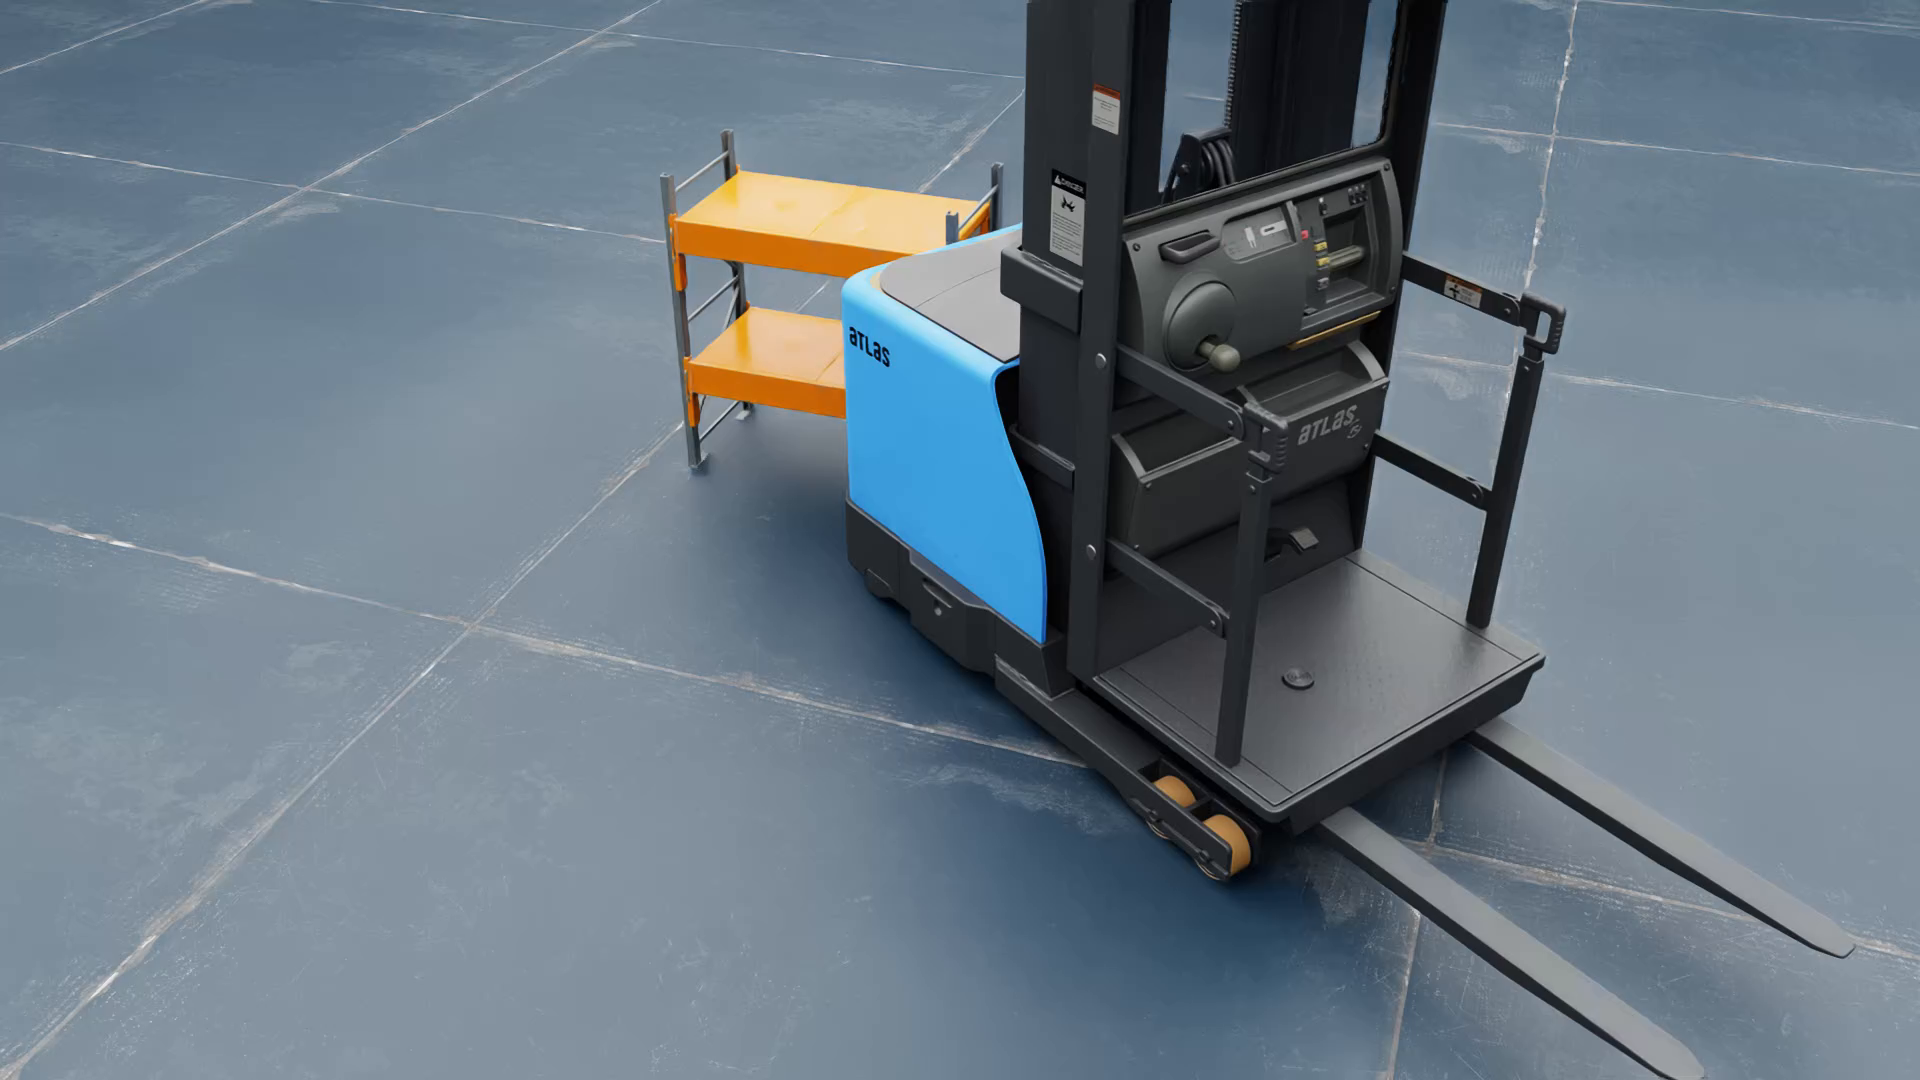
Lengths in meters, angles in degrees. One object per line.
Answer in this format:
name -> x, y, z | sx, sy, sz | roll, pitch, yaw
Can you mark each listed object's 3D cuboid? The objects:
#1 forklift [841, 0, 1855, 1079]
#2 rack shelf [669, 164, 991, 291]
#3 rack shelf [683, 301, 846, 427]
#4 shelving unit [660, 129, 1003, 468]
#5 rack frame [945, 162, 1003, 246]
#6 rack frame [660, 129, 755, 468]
forklift -> 0.912, -0.644, 4.046 | 1.130, 2.935, 3.031 | -22, 39, -30
rack shelf -> -0.429, -1.023, 5.758 | 1.000, 0.278, 0.538 | 11, 34, 16
rack shelf -> -0.429, -0.572, 6.049 | 1.000, 0.278, 0.538 | 11, 34, 16
shelving unit -> -0.429, -0.777, 5.916 | 1.048, 1.125, 0.538 | 11, 34, 16
rack frame -> 0.050, -0.685, 5.774 | 0.032, 1.125, 0.500 | 11, 34, 16
rack frame -> -0.908, -0.869, 6.059 | 0.032, 1.125, 0.500 | 11, 34, 16
